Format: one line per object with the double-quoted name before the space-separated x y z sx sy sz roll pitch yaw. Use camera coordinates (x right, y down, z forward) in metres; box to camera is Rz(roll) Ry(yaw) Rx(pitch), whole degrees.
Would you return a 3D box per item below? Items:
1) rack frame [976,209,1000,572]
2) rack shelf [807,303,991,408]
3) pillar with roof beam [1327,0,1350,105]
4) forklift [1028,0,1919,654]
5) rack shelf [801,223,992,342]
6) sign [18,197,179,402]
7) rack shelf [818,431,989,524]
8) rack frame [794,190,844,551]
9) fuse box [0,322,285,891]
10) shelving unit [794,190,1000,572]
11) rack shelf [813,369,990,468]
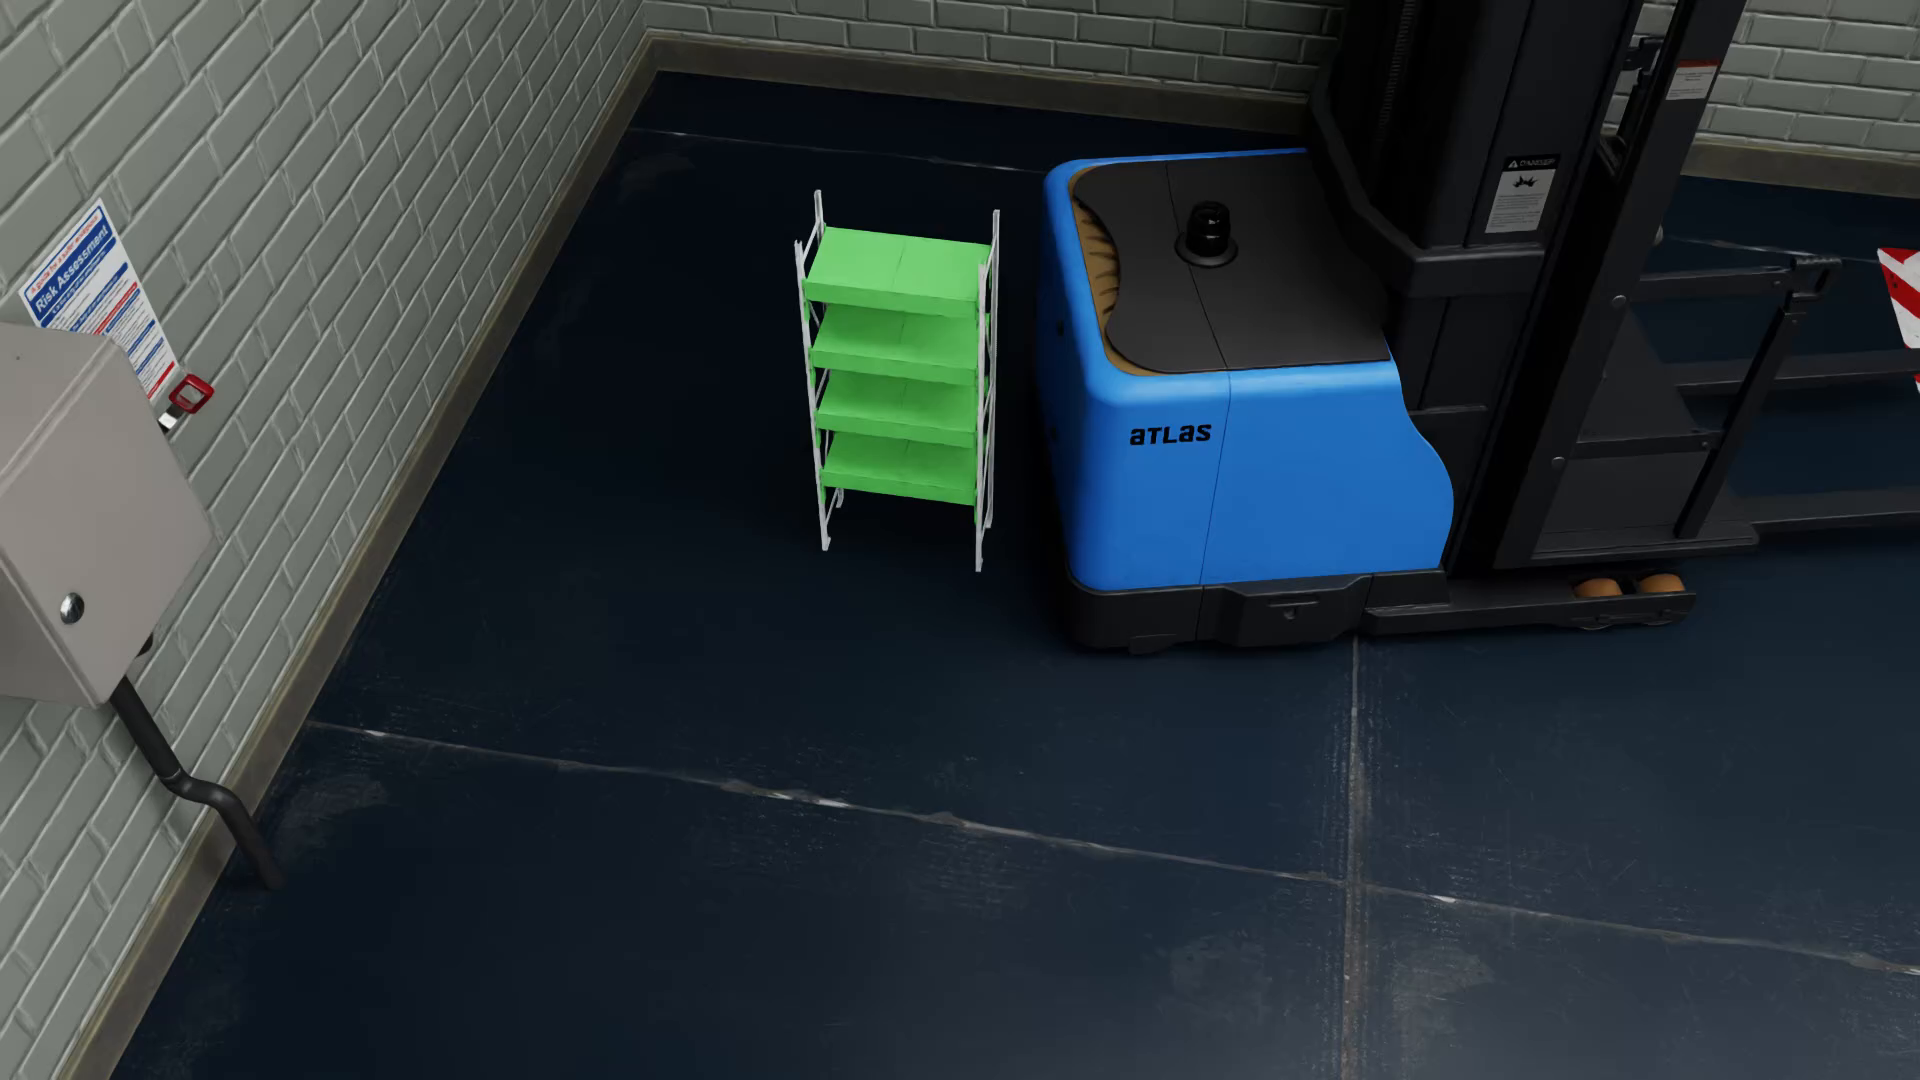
"rack frame" 0.077 -0.391 4.794 0.015 1.200 0.240 8 49 7
"rack shelf" -0.163 -0.541 4.692 0.480 0.148 0.258 8 49 7
"pillar with roof beam" 0.860 -1.366 0.428 0.400 9.000 9.100 8 49 7
"forklift" 1.772 -1.101 4.269 3.031 2.935 1.130 -4 48 -4
"rack shelf" -0.163 -0.701 4.514 0.480 0.148 0.258 8 49 7
"sign" -1.912 -0.466 3.716 0.001 0.494 0.329 8 49 7
"rack shelf" -0.163 -0.220 5.049 0.480 0.148 0.258 8 49 7
"rack frame" -0.403 -0.455 4.852 0.015 1.200 0.240 8 49 7
"fuse box" -1.796 0.321 3.811 0.414 1.711 0.539 8 49 7
"shelving unit" -0.163 -0.423 4.823 0.503 1.200 0.258 8 49 7
"rack shelf" -0.163 -0.380 4.871 0.480 0.148 0.258 8 49 7
